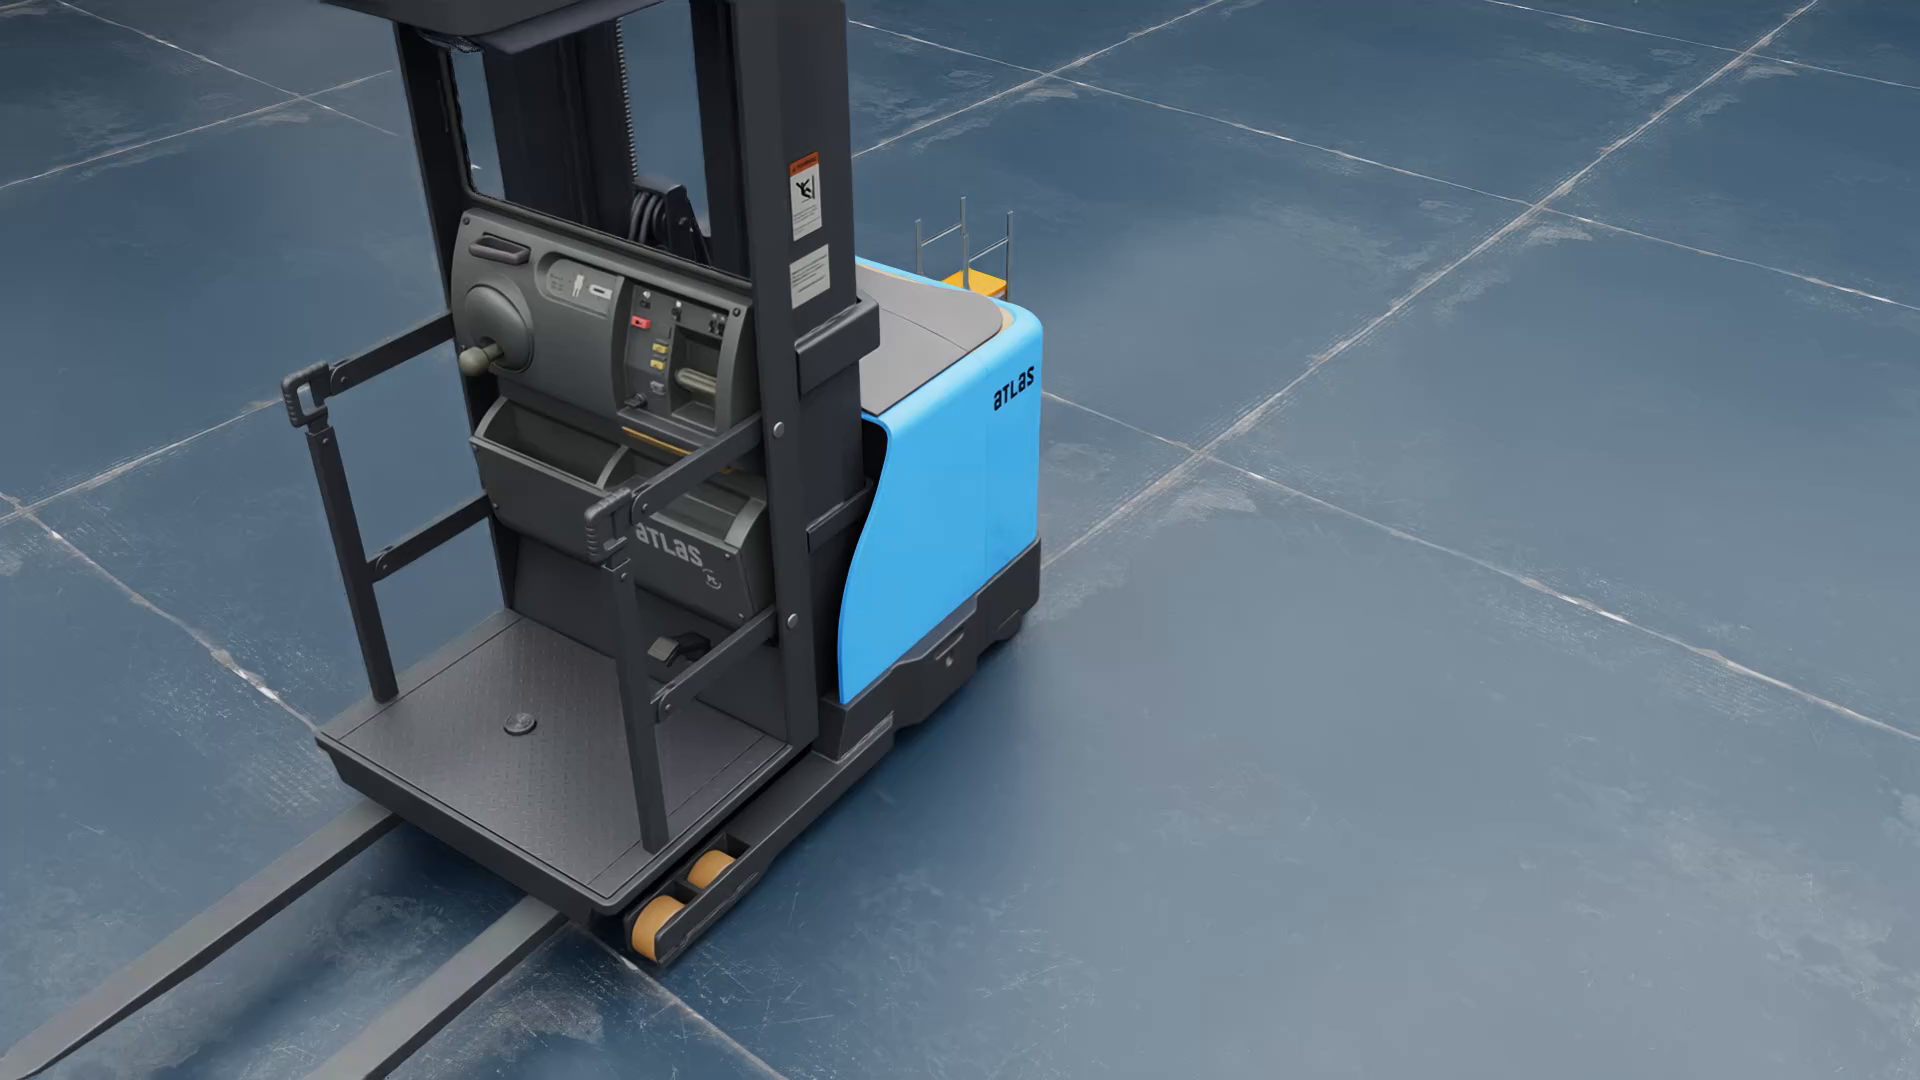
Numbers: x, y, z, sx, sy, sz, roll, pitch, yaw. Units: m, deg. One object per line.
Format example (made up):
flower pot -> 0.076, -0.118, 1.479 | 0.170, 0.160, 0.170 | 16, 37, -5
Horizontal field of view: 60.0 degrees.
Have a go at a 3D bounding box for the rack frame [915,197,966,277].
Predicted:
rack frame -> -0.059, -0.524, 5.452 | 0.006, 1.200, 0.240 | 24, 41, 31

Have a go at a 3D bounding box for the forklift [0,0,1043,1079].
forklift -> -0.994, -0.452, 3.820 | 1.130, 2.935, 3.031 | 21, 40, 28

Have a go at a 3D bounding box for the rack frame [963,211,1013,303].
rack frame -> 0.085, -0.460, 5.359 | 0.006, 1.200, 0.240 | 24, 41, 31

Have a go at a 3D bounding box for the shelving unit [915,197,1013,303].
shelving unit -> 0.013, -0.492, 5.405 | 0.189, 1.200, 0.258 | 24, 41, 31

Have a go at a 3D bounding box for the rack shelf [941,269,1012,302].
rack shelf -> 0.013, -0.751, 5.226 | 0.180, 0.103, 0.258 | 24, 41, 31
